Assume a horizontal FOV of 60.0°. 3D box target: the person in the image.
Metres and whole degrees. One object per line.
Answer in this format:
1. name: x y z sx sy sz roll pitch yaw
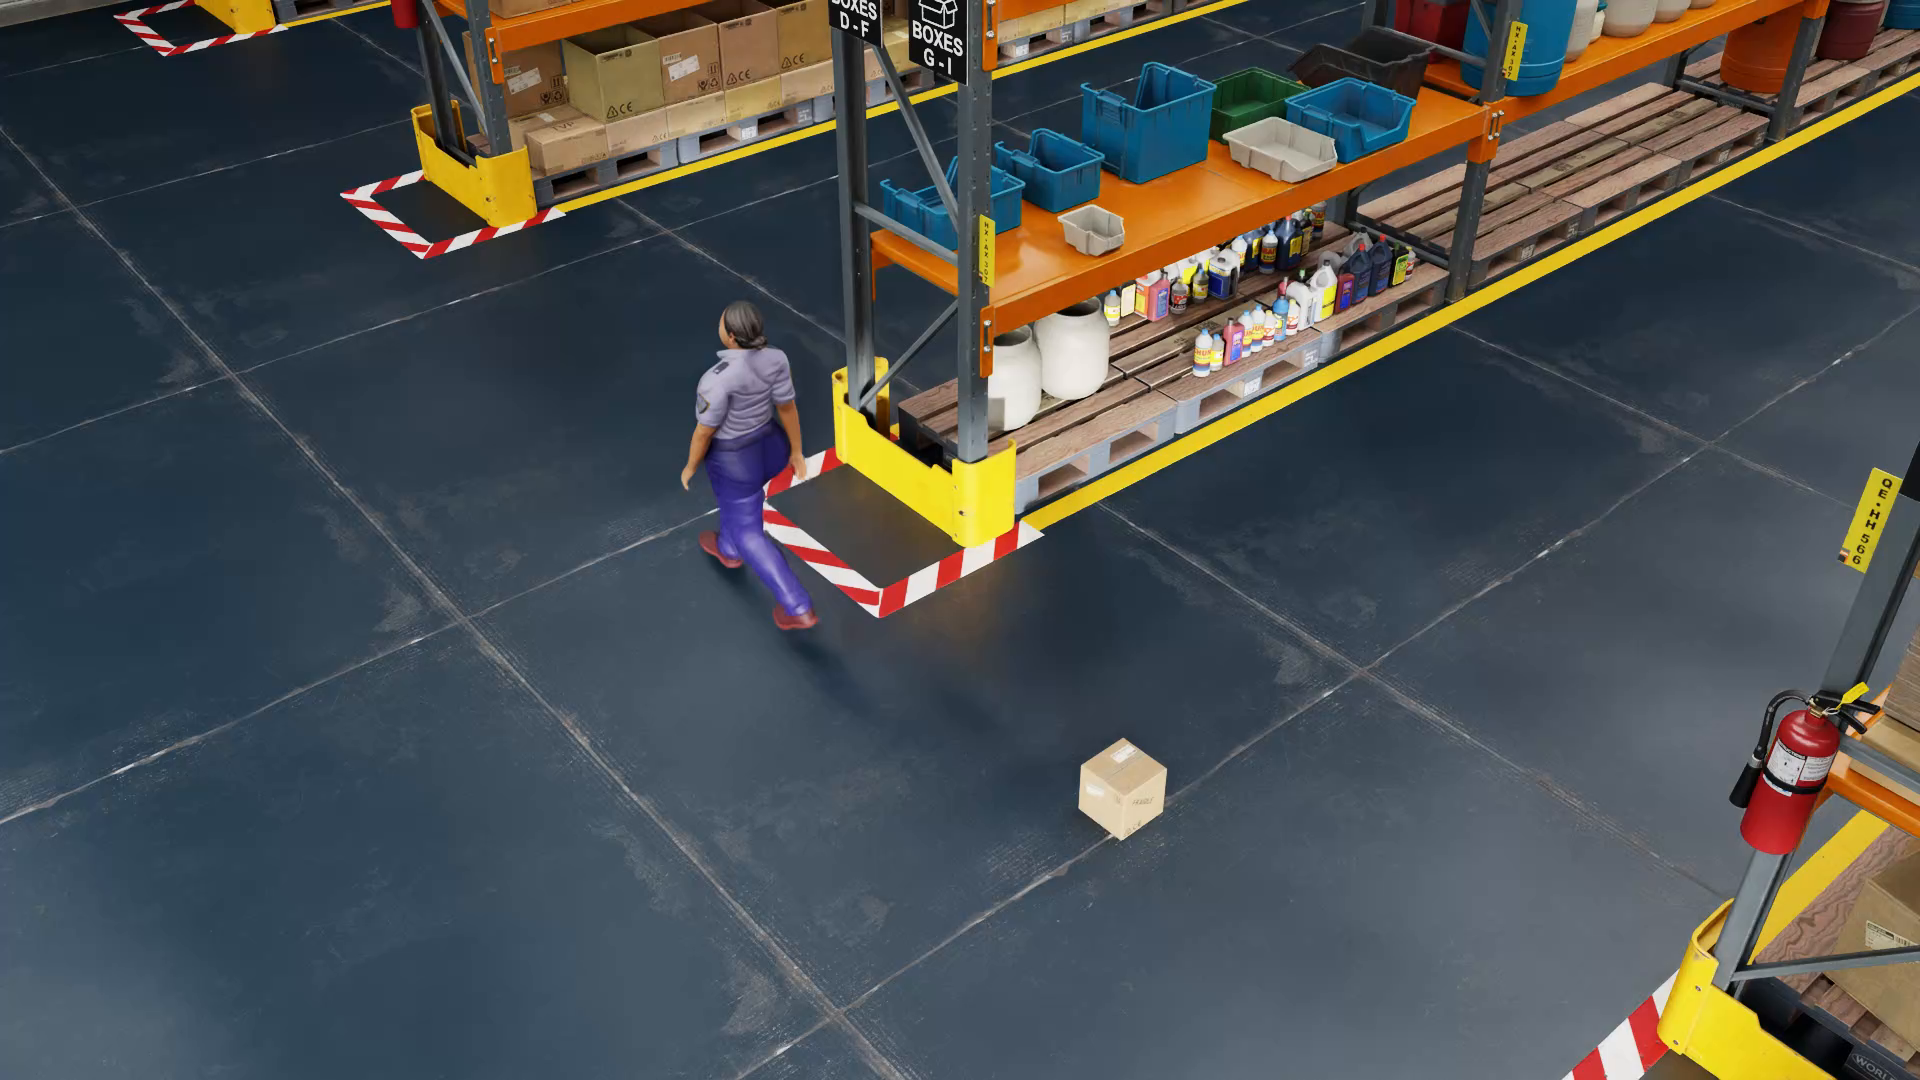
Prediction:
1. person: -0.990 -0.381 7.615 1.022 1.589 0.498 25 43 30
